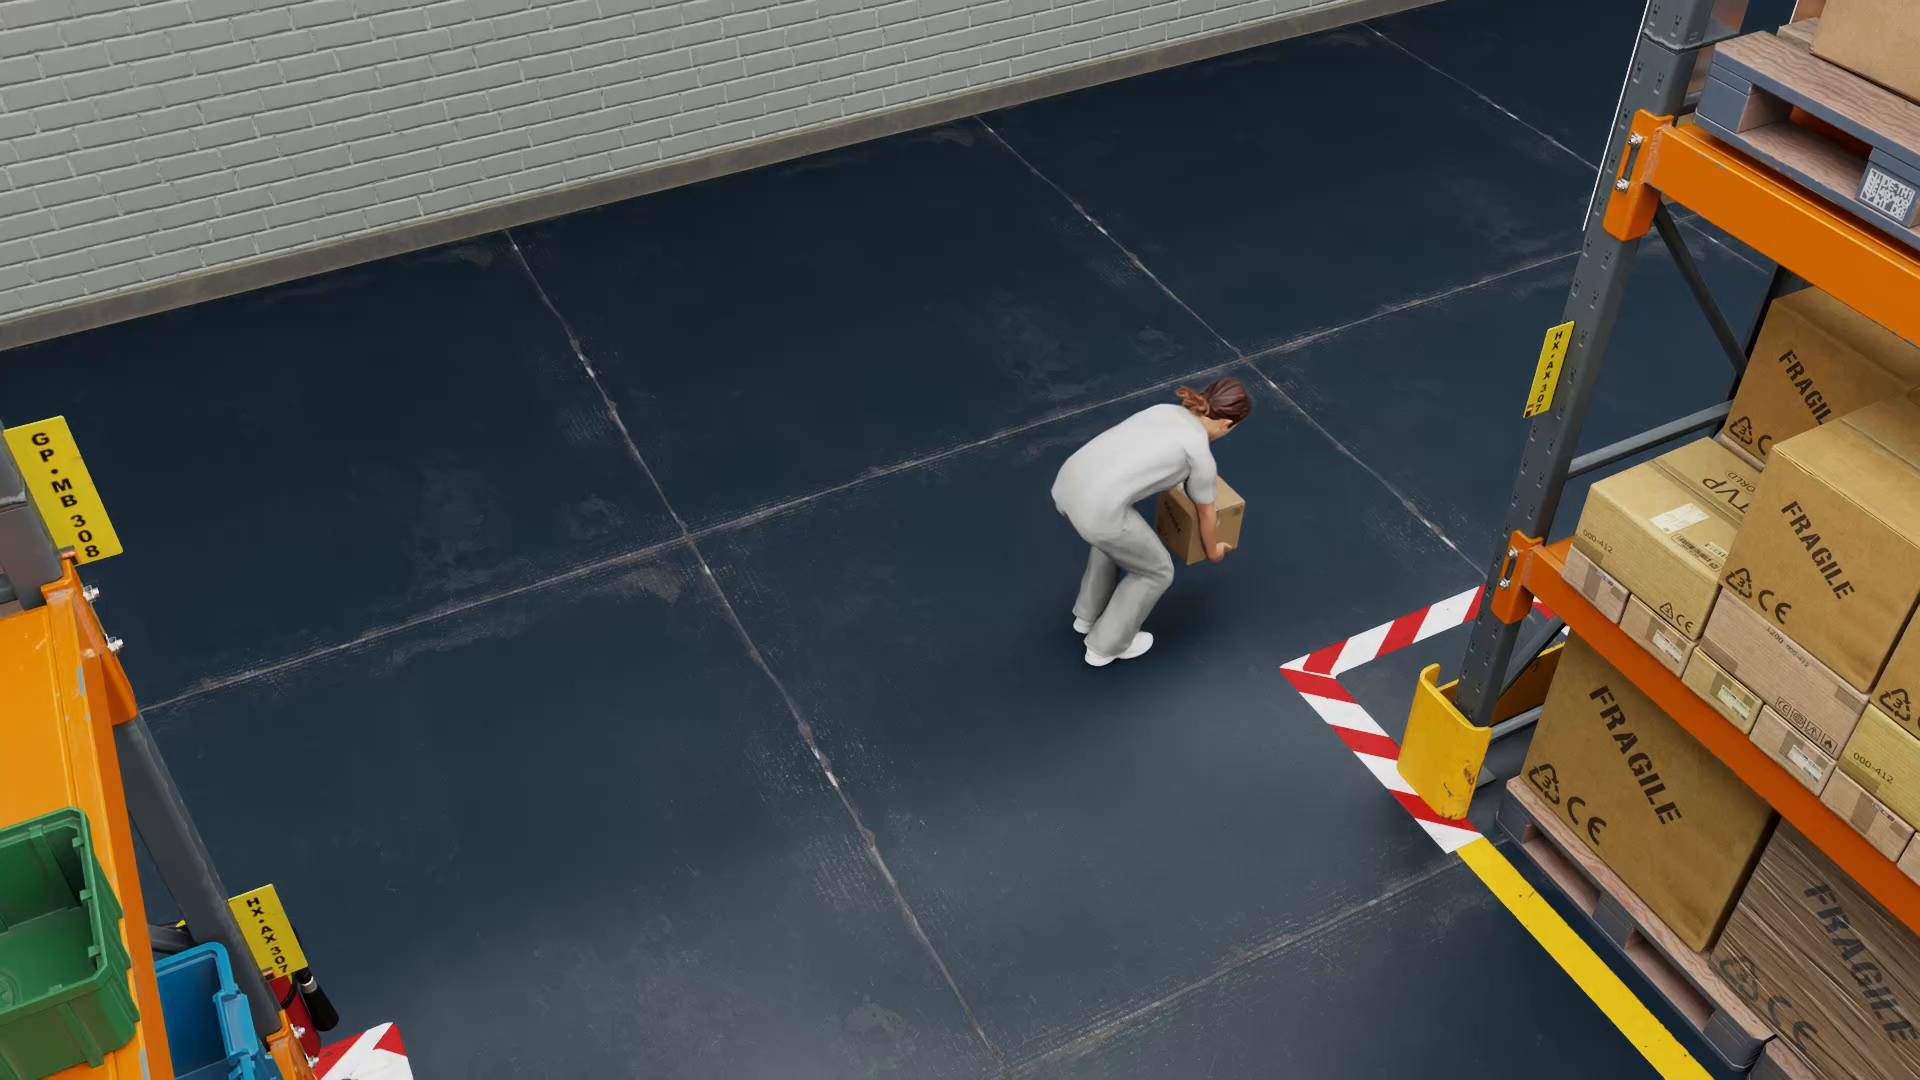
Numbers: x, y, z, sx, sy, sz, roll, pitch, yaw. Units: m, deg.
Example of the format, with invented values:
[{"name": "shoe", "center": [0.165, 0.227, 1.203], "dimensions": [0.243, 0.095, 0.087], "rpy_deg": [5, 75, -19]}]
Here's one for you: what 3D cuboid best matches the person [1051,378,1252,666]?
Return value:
[{"name": "person", "center": [0.768, -0.071, 6.665], "dimensions": [0.852, 1.116, 0.439], "rpy_deg": [-21, 46, -22]}]
